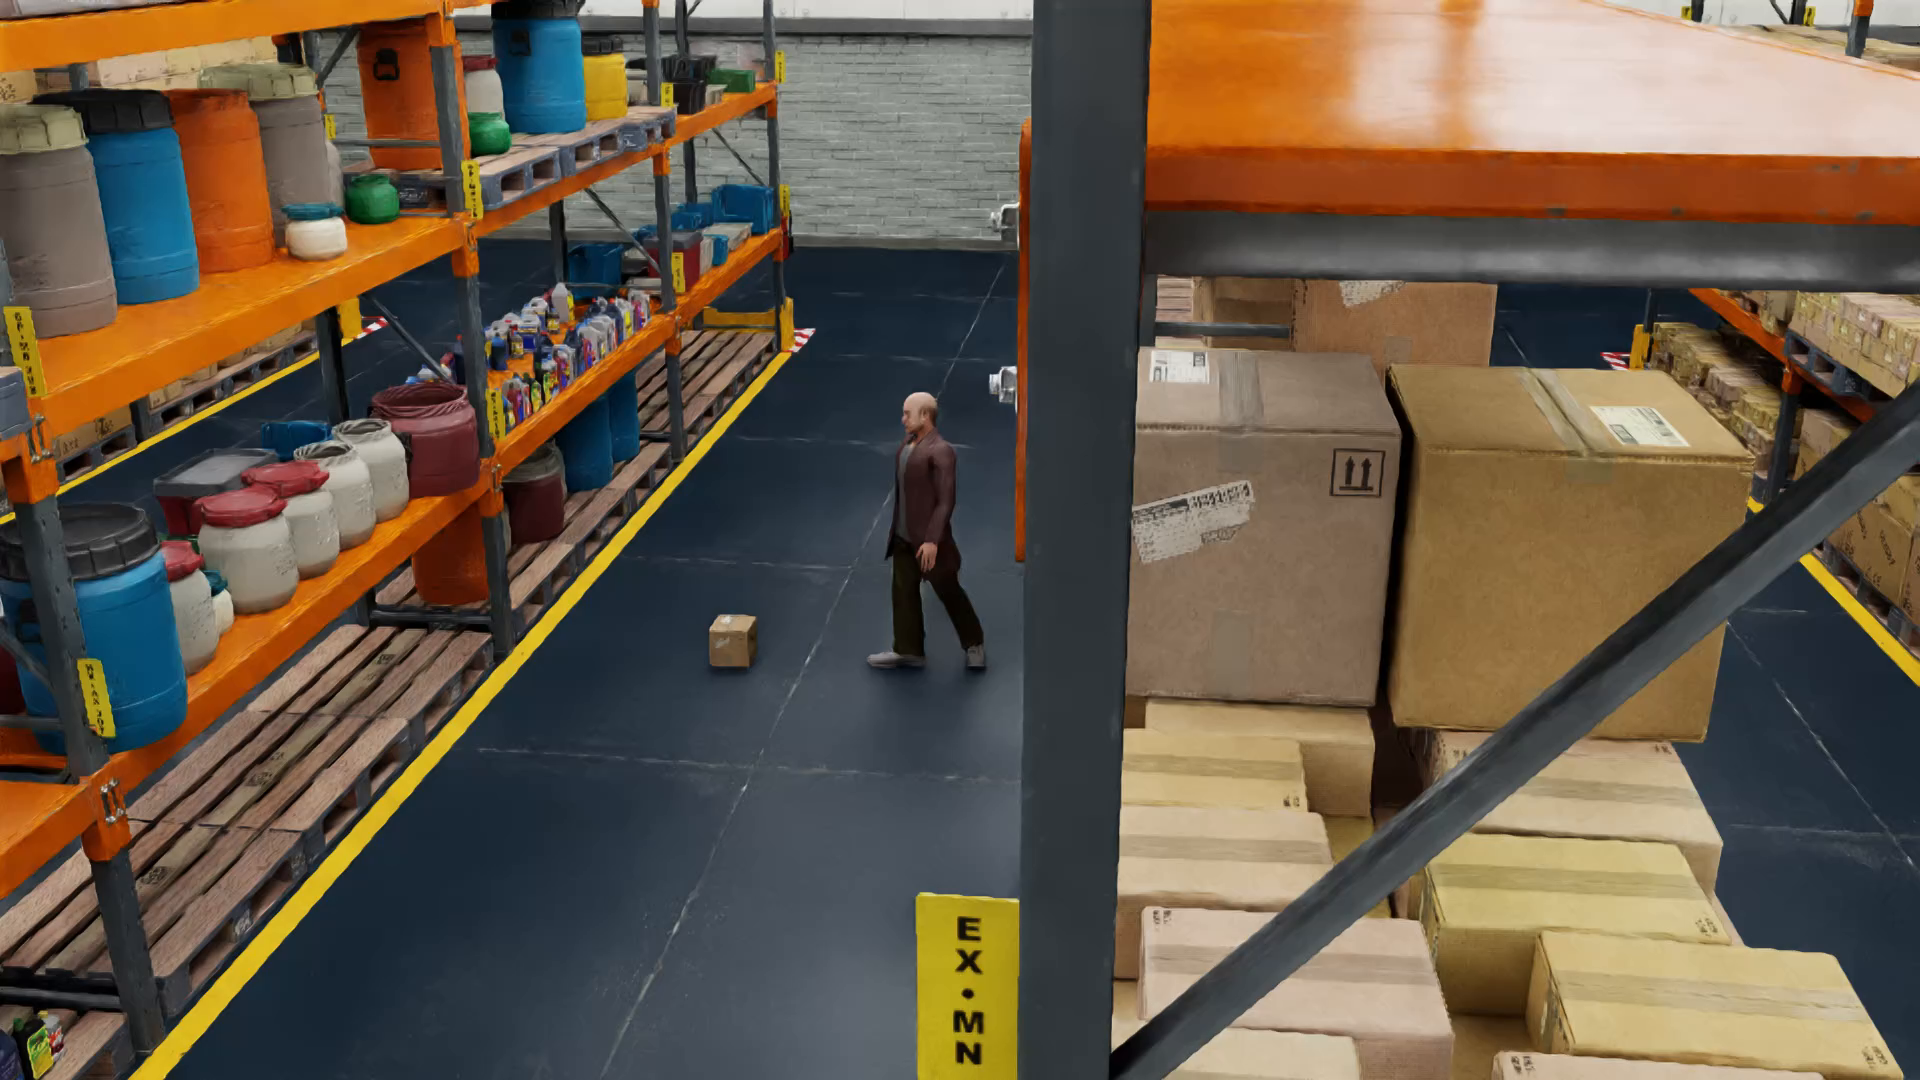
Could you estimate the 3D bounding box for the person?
[{"bbox_3d":[-0.203,-0.055,10.252,0.729,1.771,0.689,-13,24,-30],"label":"person"}]
